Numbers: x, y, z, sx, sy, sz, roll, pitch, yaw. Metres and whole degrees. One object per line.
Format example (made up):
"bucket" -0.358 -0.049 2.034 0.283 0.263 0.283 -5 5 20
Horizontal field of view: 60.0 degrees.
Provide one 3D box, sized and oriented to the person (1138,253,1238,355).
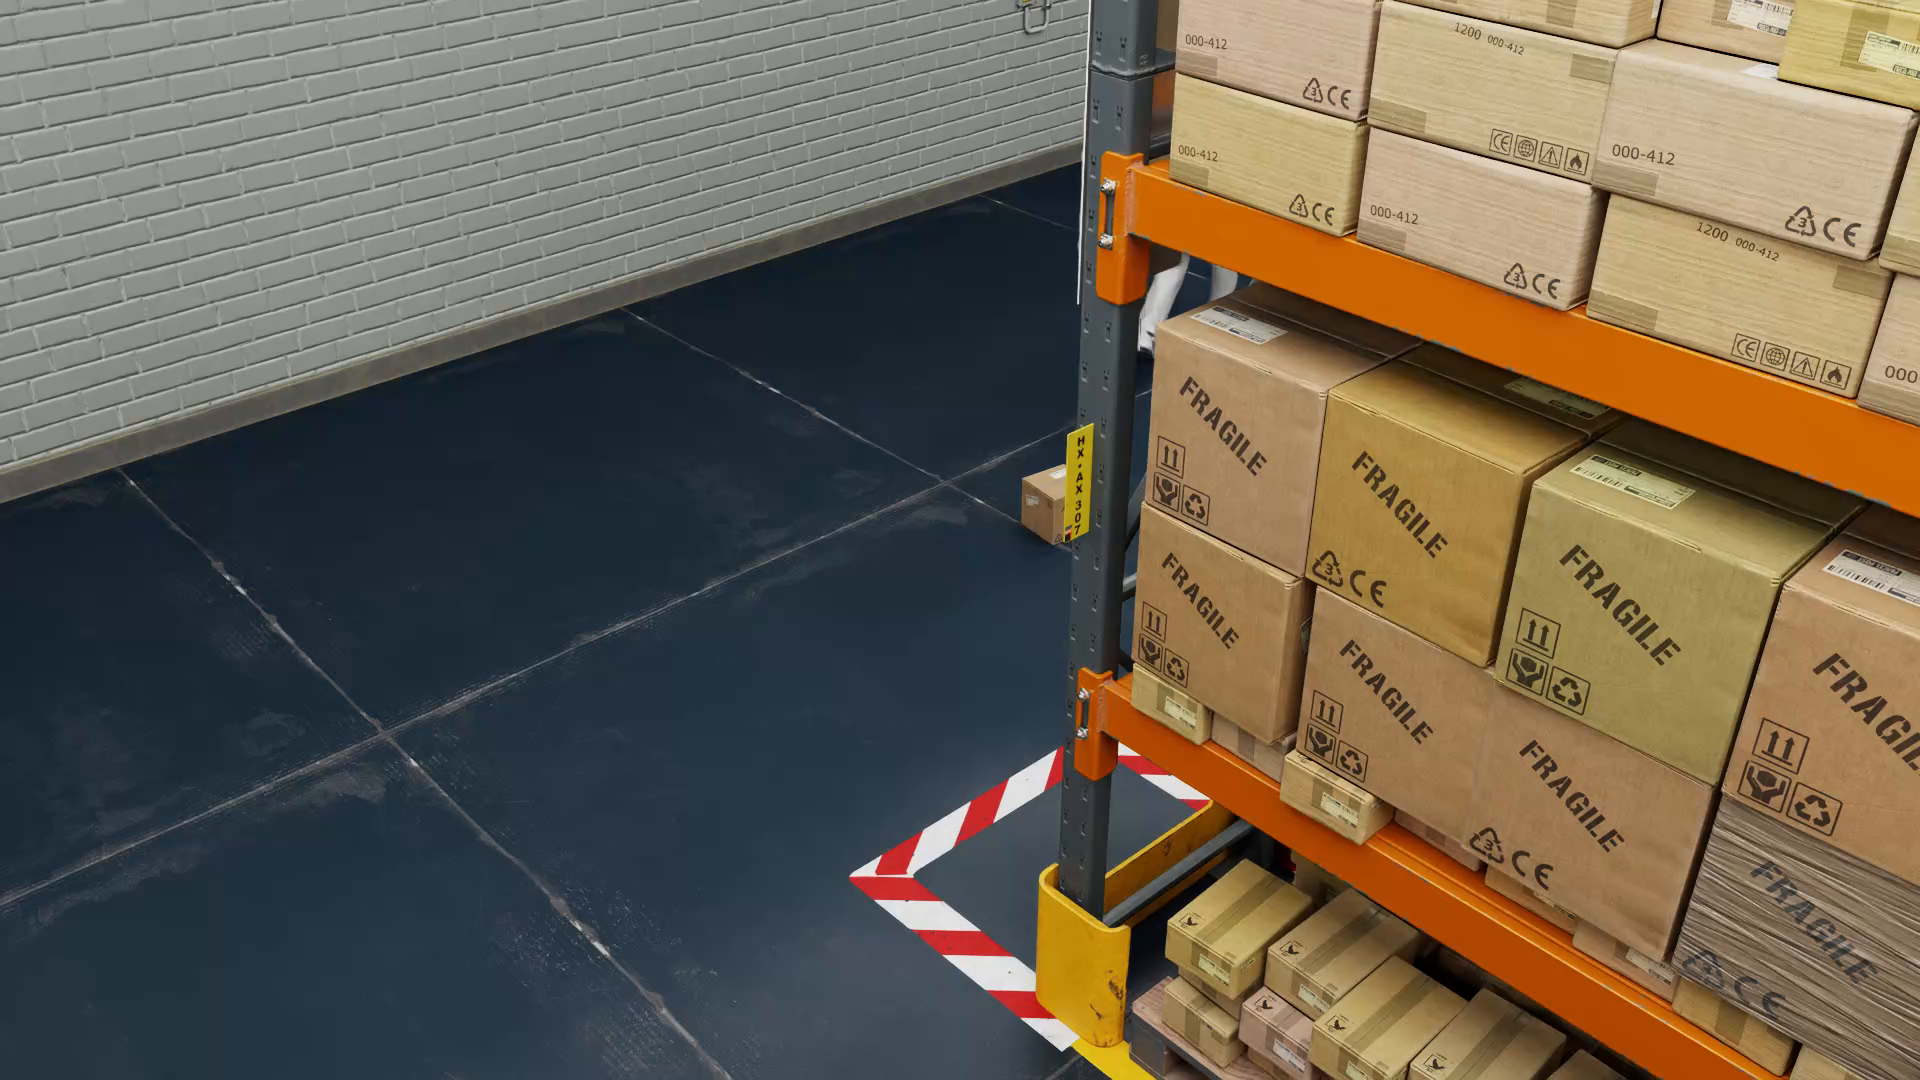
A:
"person" 1.315 -1.876 9.234 0.595 1.734 1.099 17 35 25
